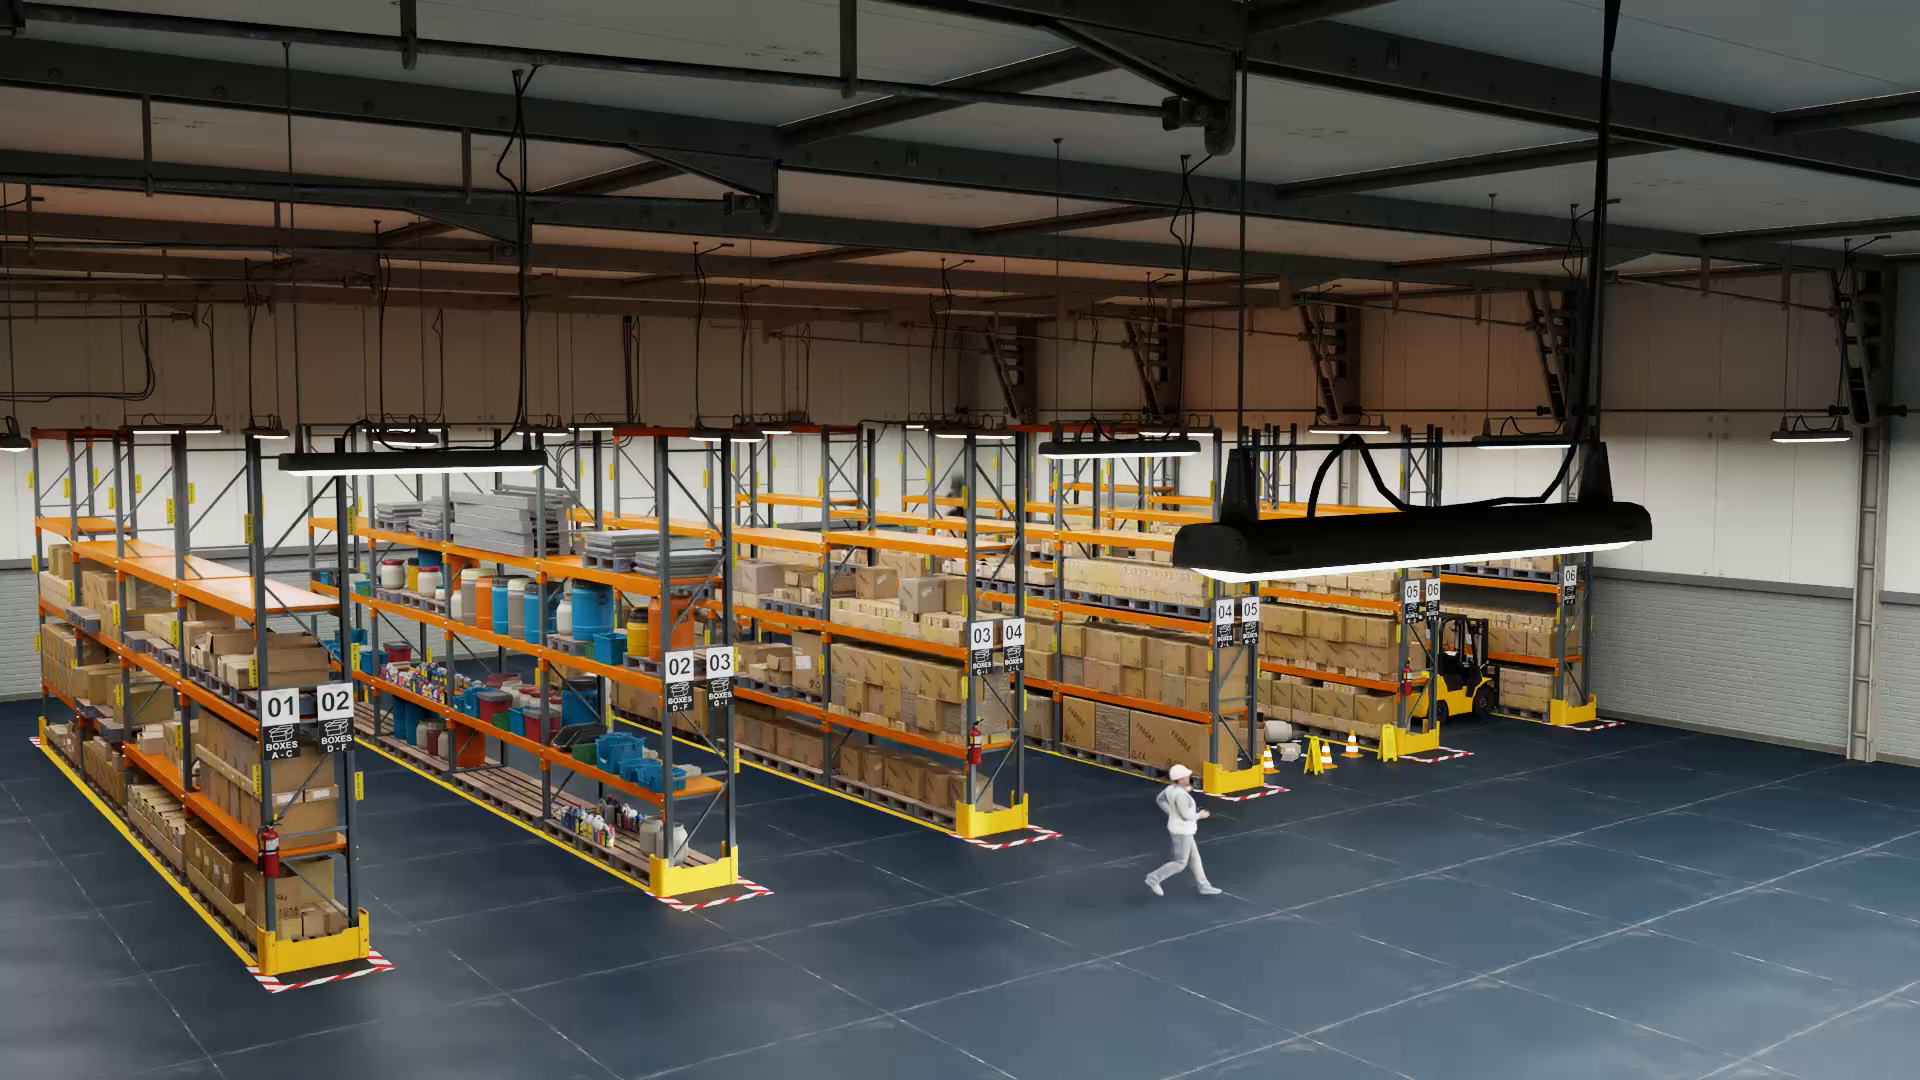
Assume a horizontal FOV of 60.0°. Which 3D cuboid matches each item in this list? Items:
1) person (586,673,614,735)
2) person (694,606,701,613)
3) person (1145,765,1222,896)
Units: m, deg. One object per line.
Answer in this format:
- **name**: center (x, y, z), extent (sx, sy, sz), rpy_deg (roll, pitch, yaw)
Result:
- **person**: center (-6.614, 3.038, 30.444), extent (0.928, 1.819, 0.672), rpy_deg (4, 6, 45)
- **person**: center (-6.620, 2.365, 40.557), extent (0.760, 1.562, 0.498), rpy_deg (2, 5, 21)
- **person**: center (2.884, 3.745, 21.427), extent (1.054, 1.732, 0.672), rpy_deg (0, 4, -6)
